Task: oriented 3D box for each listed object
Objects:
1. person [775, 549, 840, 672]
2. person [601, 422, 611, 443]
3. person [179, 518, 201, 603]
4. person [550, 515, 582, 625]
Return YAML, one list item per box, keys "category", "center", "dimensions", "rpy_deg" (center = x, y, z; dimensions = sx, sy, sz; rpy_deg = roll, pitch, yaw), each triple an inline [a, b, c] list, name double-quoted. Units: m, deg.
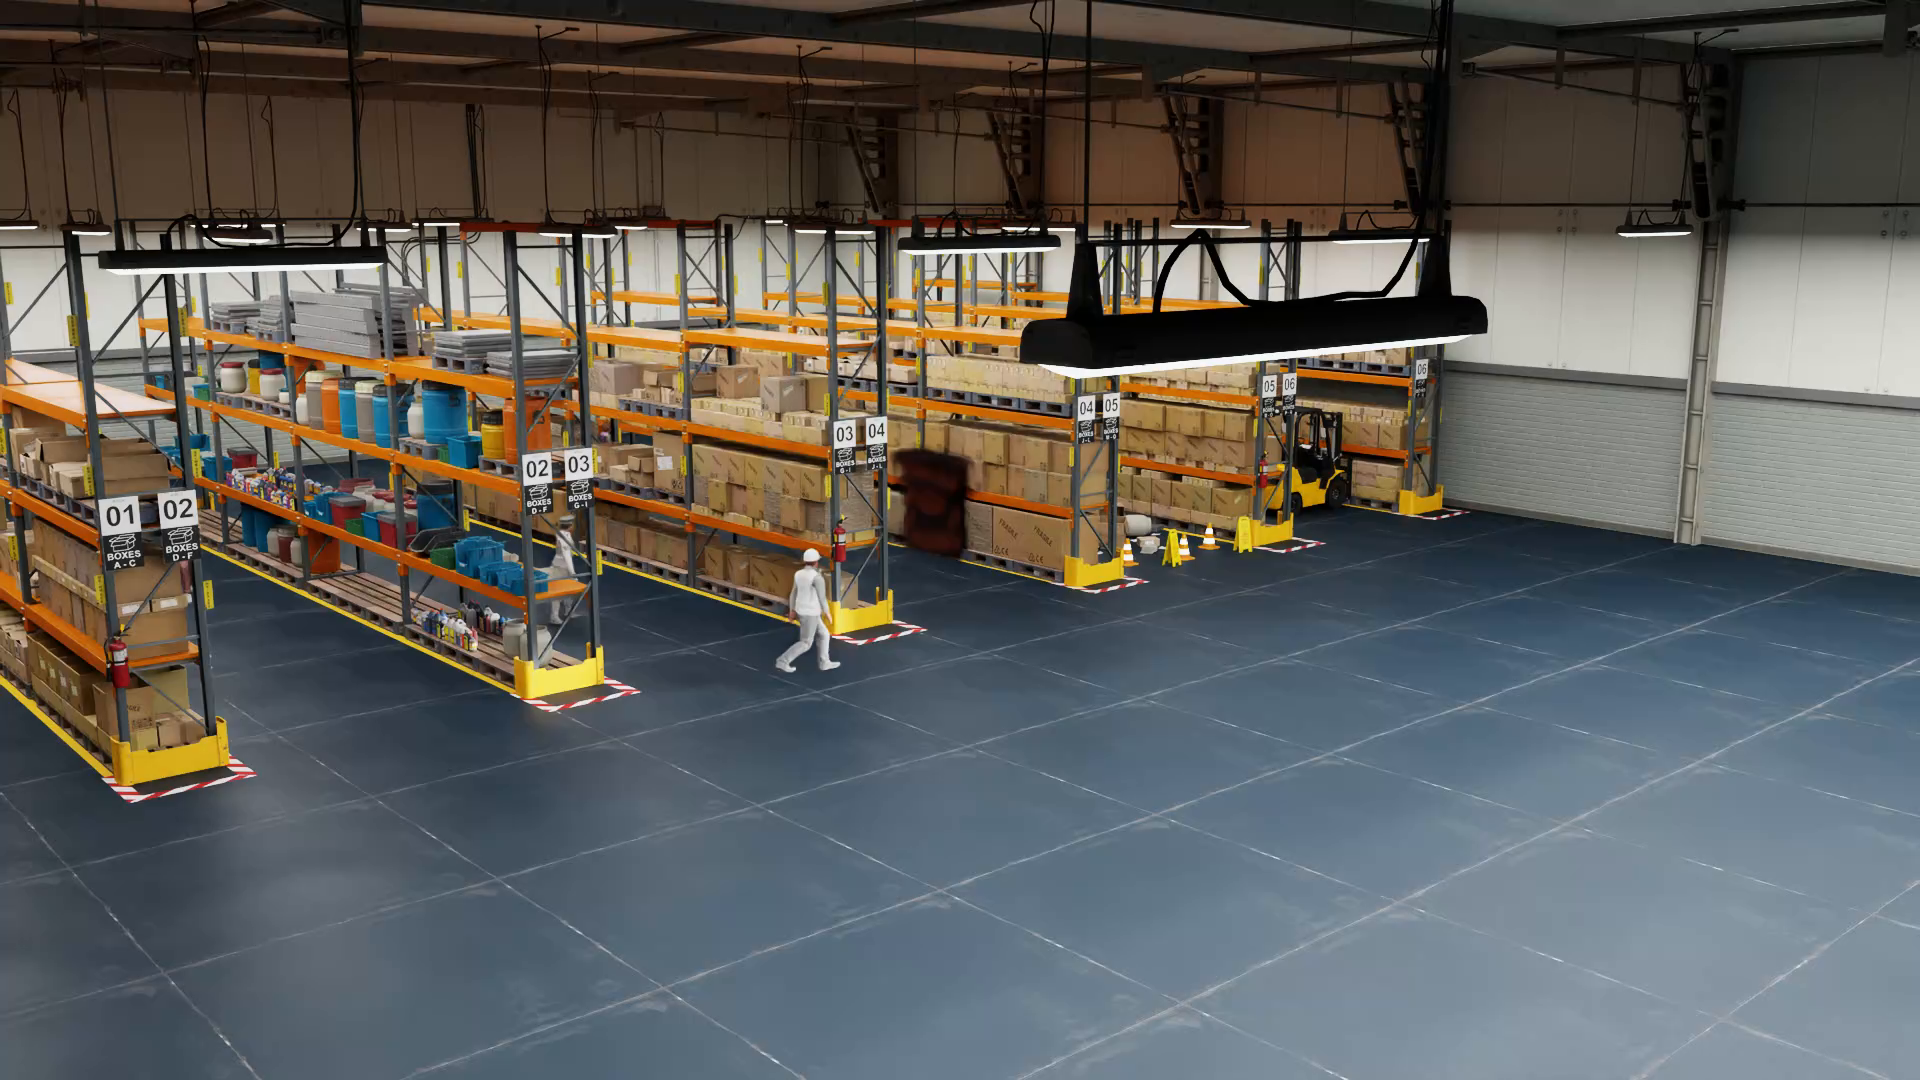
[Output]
- category: "person"
  center: [-2.085, 0.984, 22.648]
  dimensions: [0.968, 1.726, 0.491]
  rpy_deg: [-4, 12, -19]
- category: "person"
  center: [-7.750, -1.820, 36.842]
  dimensions: [0.507, 1.609, 0.428]
  rpy_deg: [-6, 13, -27]
- category: "person"
  center: [-12.619, 0.126, 27.057]
  dimensions: [0.604, 1.705, 0.833]
  rpy_deg: [-8, 14, -35]
- category: "person"
  center: [-6.092, 0.457, 25.537]
  dimensions: [0.472, 1.695, 0.636]
  rpy_deg: [-2, 12, -10]
